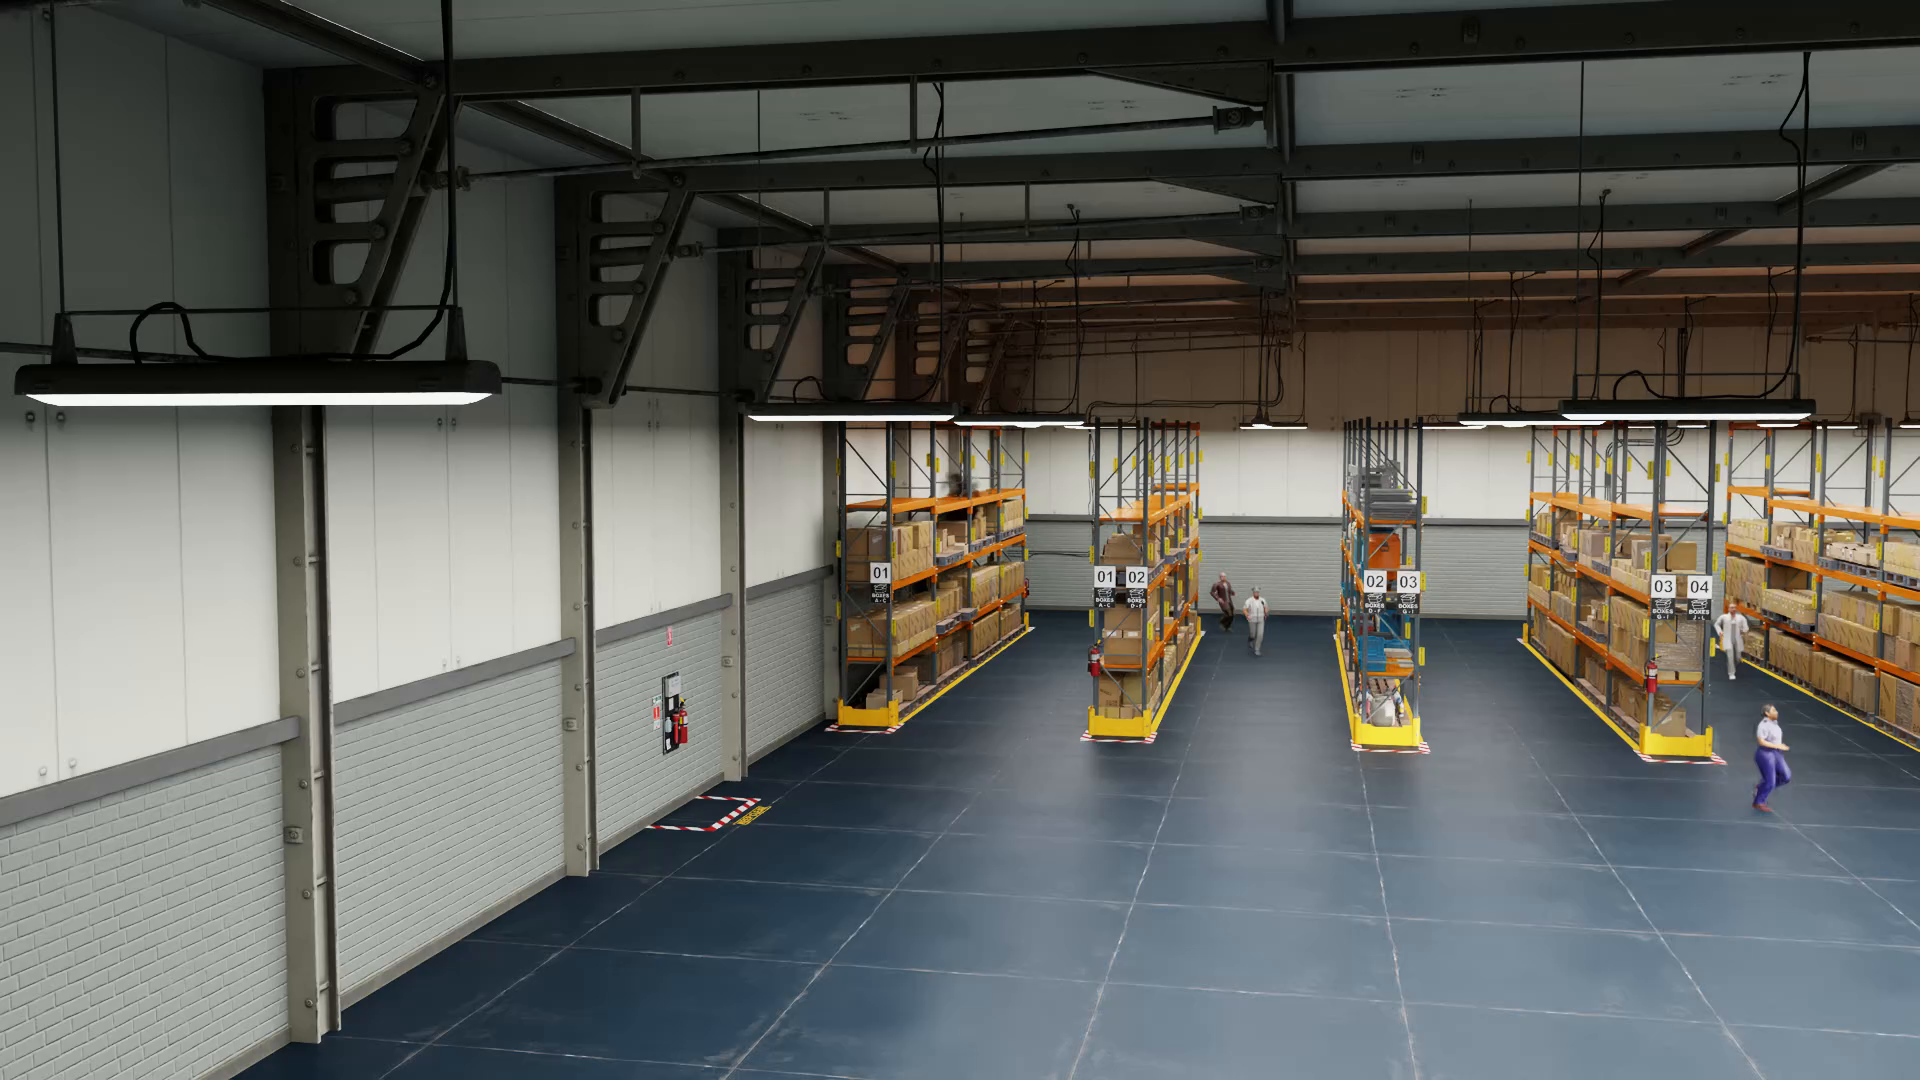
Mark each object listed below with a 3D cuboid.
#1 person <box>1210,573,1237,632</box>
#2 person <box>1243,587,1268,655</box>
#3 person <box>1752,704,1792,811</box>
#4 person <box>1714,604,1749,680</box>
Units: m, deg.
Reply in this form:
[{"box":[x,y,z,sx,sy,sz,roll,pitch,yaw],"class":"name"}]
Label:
[{"box":[7.581,1.798,47.510,0.715,1.691,0.597,-3,5,-36],"class":"person"},{"box":[7.654,2.076,42.990,0.663,1.761,0.733,0,4,-3],"class":"person"},{"box":[12.272,3.285,25.123,0.522,1.615,0.657,4,5,45],"class":"person"},{"box":[17.916,2.345,38.610,0.720,1.745,0.897,1,4,14],"class":"person"}]
